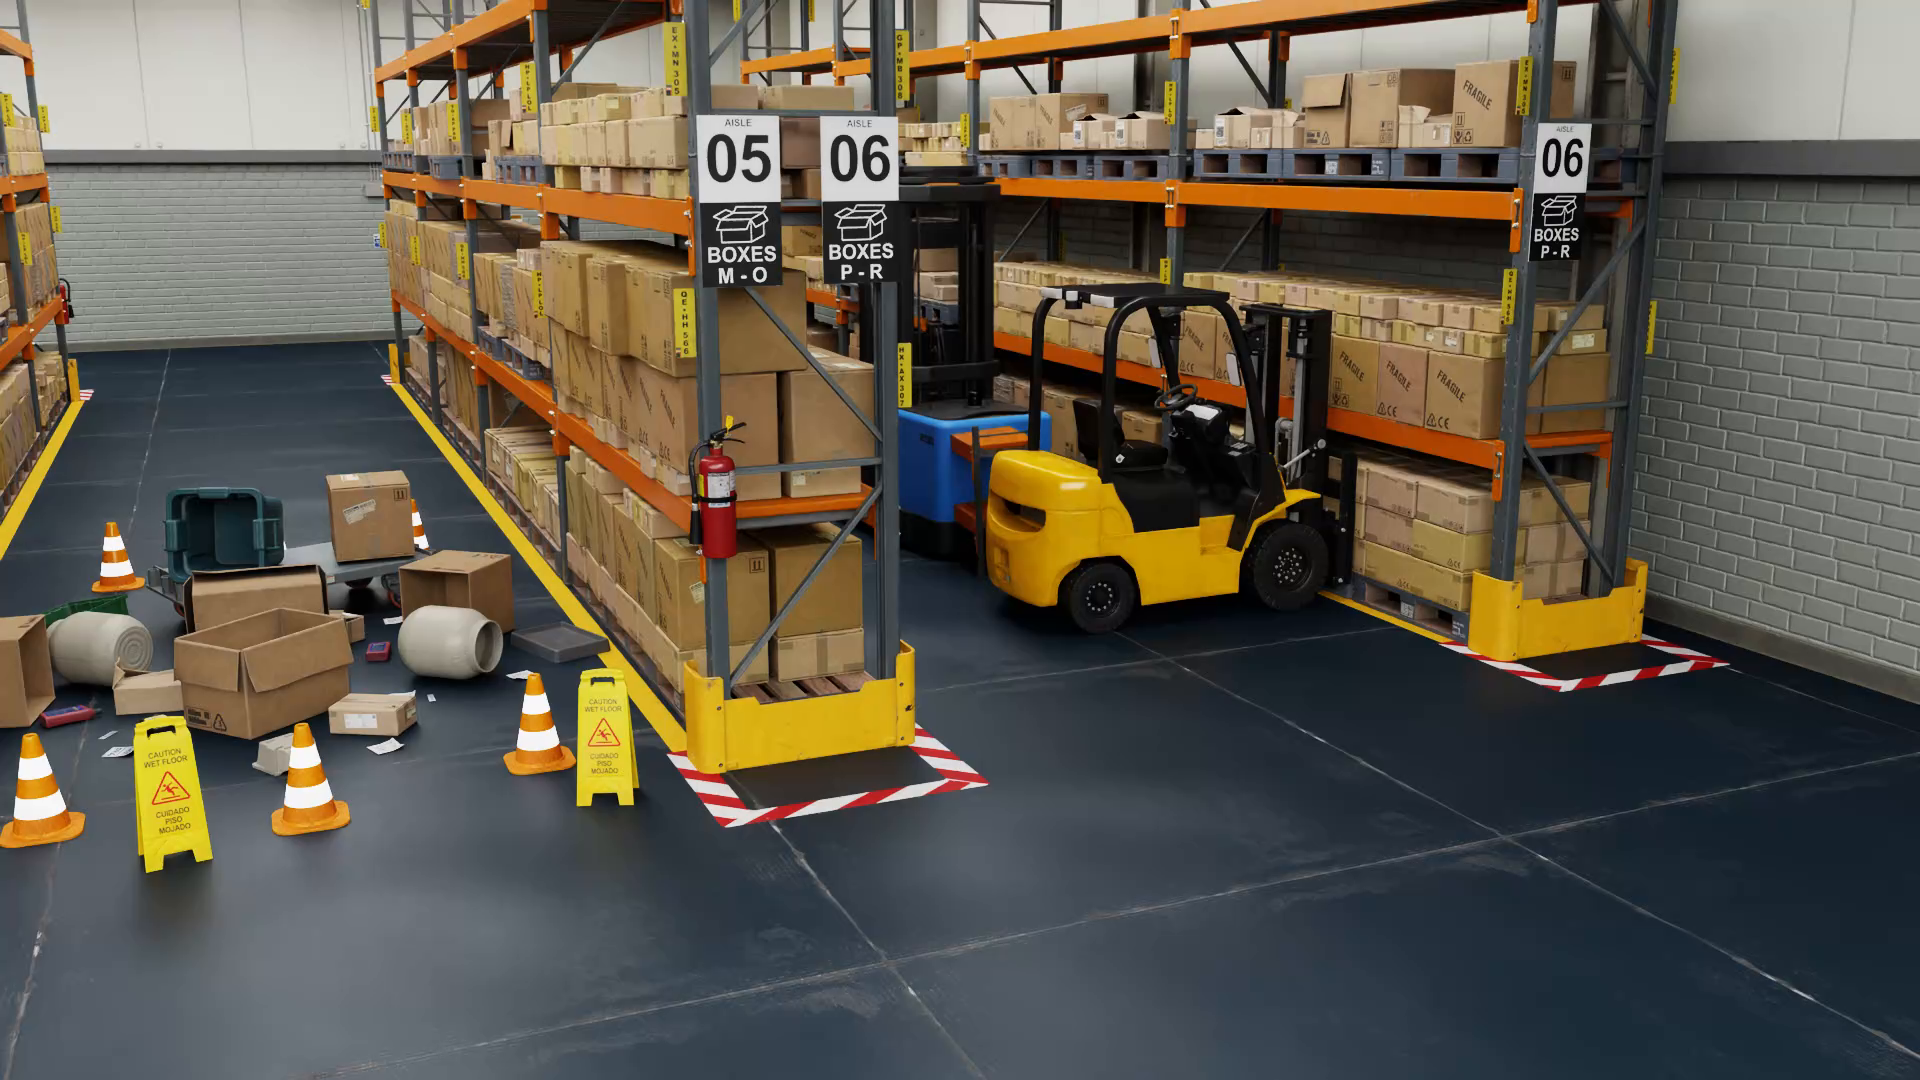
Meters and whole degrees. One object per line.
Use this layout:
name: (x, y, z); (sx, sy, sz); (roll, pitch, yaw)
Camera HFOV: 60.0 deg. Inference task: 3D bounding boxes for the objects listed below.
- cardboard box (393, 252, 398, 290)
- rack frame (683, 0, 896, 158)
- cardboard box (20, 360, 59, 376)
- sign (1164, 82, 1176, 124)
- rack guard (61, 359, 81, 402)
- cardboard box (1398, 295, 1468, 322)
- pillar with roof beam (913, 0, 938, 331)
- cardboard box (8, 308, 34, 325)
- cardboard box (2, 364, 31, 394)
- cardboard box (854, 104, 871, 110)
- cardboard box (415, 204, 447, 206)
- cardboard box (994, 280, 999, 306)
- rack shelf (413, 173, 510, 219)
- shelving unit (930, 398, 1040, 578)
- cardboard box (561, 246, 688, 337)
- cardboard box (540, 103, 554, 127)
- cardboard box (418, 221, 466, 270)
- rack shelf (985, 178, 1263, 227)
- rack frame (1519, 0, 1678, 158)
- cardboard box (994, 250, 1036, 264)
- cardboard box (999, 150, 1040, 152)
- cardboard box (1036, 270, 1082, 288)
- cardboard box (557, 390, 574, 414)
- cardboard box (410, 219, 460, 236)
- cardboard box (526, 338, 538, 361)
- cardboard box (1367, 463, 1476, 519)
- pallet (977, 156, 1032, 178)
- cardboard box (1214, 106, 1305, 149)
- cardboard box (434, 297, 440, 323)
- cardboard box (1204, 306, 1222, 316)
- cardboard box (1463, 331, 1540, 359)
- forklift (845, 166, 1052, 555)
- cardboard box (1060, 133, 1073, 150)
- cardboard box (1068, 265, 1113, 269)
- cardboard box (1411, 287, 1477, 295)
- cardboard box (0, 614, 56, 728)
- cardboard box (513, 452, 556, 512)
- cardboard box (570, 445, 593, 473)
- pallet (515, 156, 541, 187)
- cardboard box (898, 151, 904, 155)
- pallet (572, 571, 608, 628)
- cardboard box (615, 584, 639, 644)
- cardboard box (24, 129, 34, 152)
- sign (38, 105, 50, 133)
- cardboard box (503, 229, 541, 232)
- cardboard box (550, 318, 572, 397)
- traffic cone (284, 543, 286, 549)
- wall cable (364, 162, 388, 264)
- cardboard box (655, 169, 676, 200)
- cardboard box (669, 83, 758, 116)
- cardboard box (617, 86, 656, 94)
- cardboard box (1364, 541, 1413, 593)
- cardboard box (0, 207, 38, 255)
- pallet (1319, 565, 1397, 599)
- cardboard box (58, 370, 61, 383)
cardboard box: (-7.042, -3.486, 21.558); (0.500, 0.500, 0.500); (-6, 14, -24)
rack frame: (-0.790, -3.281, 7.591); (1.000, 3.000, 0.127); (-6, 14, -23)
cardboard box: (-10.777, -2.007, 19.459); (0.380, 0.149, 0.250); (-5, 14, -21)
sign: (1.661, -3.450, 13.126); (0.100, 0.325, 0.005); (-6, 14, -23)
rack guard: (-11.664, -1.963, 20.742); (1.175, 0.500, 0.348); (-6, 14, -23)
cardboard box: (3.132, -1.530, 11.010); (0.380, 0.149, 0.250); (-6, 14, -23)
pillar with roof beam: (-4.448, -6.046, 19.537); (9.100, 9.000, 0.400); (-6, 14, -23)
cardboard box: (-9.905, -2.336, 17.366); (0.380, 0.149, 0.250); (-5, 14, -21)
cardboard box: (-9.562, -1.591, 16.541); (0.500, 0.250, 0.500); (-6, 14, -24)
cardboard box: (-1.249, -5.132, 20.066); (0.396, 0.266, 0.258); (-6, 14, -24)
cardboard box: (-6.227, -3.892, 19.656); (0.380, 0.149, 0.250); (-6, 14, -23)
cardboard box: (0.483, -2.515, 16.809); (0.500, 0.250, 0.500); (-6, 14, -23)
rack shelf: (-4.795, -3.536, 16.937); (1.077, 0.370, 4.000); (-6, 14, -23)
shelving unit: (0.191, -0.413, 12.581); (0.538, 1.125, 1.048); (-7, 15, -17)
cardboard box: (-2.054, -1.542, 10.280); (0.700, 0.500, 0.500); (-6, 14, -24)
cardboard box: (-2.565, -2.818, 11.030); (0.380, 0.149, 0.250); (-6, 14, -24)
cardboard box: (-5.684, -3.257, 18.351); (0.500, 0.500, 0.500); (-5, 14, -22)
rack shelf: (1.353, -3.158, 15.307); (1.077, 0.370, 4.000); (-6, 14, -23)
rack frame: (3.757, -3.731, 9.532); (1.000, 3.000, 0.127); (-6, 14, -23)
cardboard box: (0.489, -2.834, 17.811); (0.500, 0.500, 0.500); (-5, 14, -20)
cardboard box: (0.625, -4.140, 17.402); (0.380, 0.149, 0.250); (-5, 14, -22)
cardboard box: (0.937, -2.467, 15.717); (0.380, 0.149, 0.250); (-5, 14, -22)
cardboard box: (-2.560, -0.969, 11.460); (0.380, 0.149, 0.250); (-6, 14, -23)
cardboard box: (-6.039, -3.446, 19.169); (0.500, 0.500, 0.500); (-6, 14, -23)
cardboard box: (-3.077, -1.455, 12.629); (0.380, 0.149, 0.250); (-6, 14, -24)
cardboard box: (3.077, -0.332, 11.101); (0.500, 0.250, 0.500); (-5, 14, -22)
pallet: (0.906, -3.698, 16.461); (1.213, 0.211, 1.003); (-5, 14, -20)
cardboard box: (2.264, -3.112, 12.554); (0.500, 0.311, 0.500); (-5, 14, -22)
cardboard box: (-5.263, -2.436, 17.576); (0.500, 0.250, 0.500); (-6, 14, -23)
cardboard box: (2.146, -1.856, 13.076); (0.380, 0.149, 0.250); (-5, 14, -22)
cardboard box: (3.361, -1.219, 10.324); (0.380, 0.149, 0.250); (-5, 14, -22)
forklift: (-0.436, -1.602, 13.791); (1.130, 2.935, 3.031); (-7, 15, -29)
cardboard box: (1.127, -3.586, 14.962); (0.380, 0.149, 0.250); (-6, 14, -24)
cardboard box: (1.285, -2.629, 16.417); (0.380, 0.149, 0.250); (-6, 14, -24)
cardboard box: (3.397, -1.684, 11.675); (0.380, 0.149, 0.250); (-6, 14, -24)
cardboard box: (-5.325, 0.727, 9.113); (0.500, 0.500, 0.500); (-3, 13, -13)
cardboard box: (-3.176, -0.509, 13.815); (0.950, 0.372, 0.625); (-5, 14, -21)
cardboard box: (-2.408, -0.554, 11.176); (0.380, 0.149, 0.250); (-5, 14, -22)
pallet: (-2.542, -2.692, 12.114); (1.213, 0.211, 1.003); (-6, 14, -23)
cardboard box: (-0.992, -4.951, 21.128); (0.500, 0.250, 0.500); (-6, 14, -24)
pallet: (-2.091, 0.309, 11.567); (1.003, 0.211, 1.213); (-6, 14, -23)
cardboard box: (-1.775, 0.418, 10.077); (0.500, 0.250, 0.500); (-6, 14, -25)
cardboard box: (-10.868, -4.544, 18.924); (0.500, 0.250, 0.500); (-5, 14, -22)
sign: (-11.177, -5.135, 20.289); (0.100, 0.325, 0.005); (-6, 14, -23)
cardboard box: (-4.175, -2.773, 16.260); (0.500, 0.500, 0.500); (-6, 14, -23)
cardboard box: (-2.471, -1.263, 11.292); (0.500, 0.500, 0.500); (-6, 14, -23)
traffic cone: (-5.204, -0.049, 12.553); (0.336, 0.463, 0.334); (-6, 14, -23)
wall cable: (-9.479, -5.337, 27.456); (0.585, 1.953, 0.123); (-6, 14, -23)
cardboard box: (-1.319, -1.795, 8.376); (0.380, 0.149, 0.250); (-6, 14, -23)
cardboard box: (-1.196, -2.129, 8.054); (0.380, 0.149, 0.250); (-5, 14, -22)
cardboard box: (-2.468, -3.281, 12.532); (0.500, 0.250, 0.500); (-6, 14, -24)
cardboard box: (3.089, 0.155, 11.214); (0.500, 0.250, 0.500); (-6, 14, -23)
cardboard box: (-10.444, -3.379, 18.217); (0.500, 0.500, 0.500); (-5, 14, -22)
pallet: (2.927, 0.145, 12.276); (1.003, 0.211, 1.213); (-6, 14, -23)
cardboard box: (-11.011, -1.967, 19.946); (0.380, 0.149, 0.250); (-6, 14, -25)
